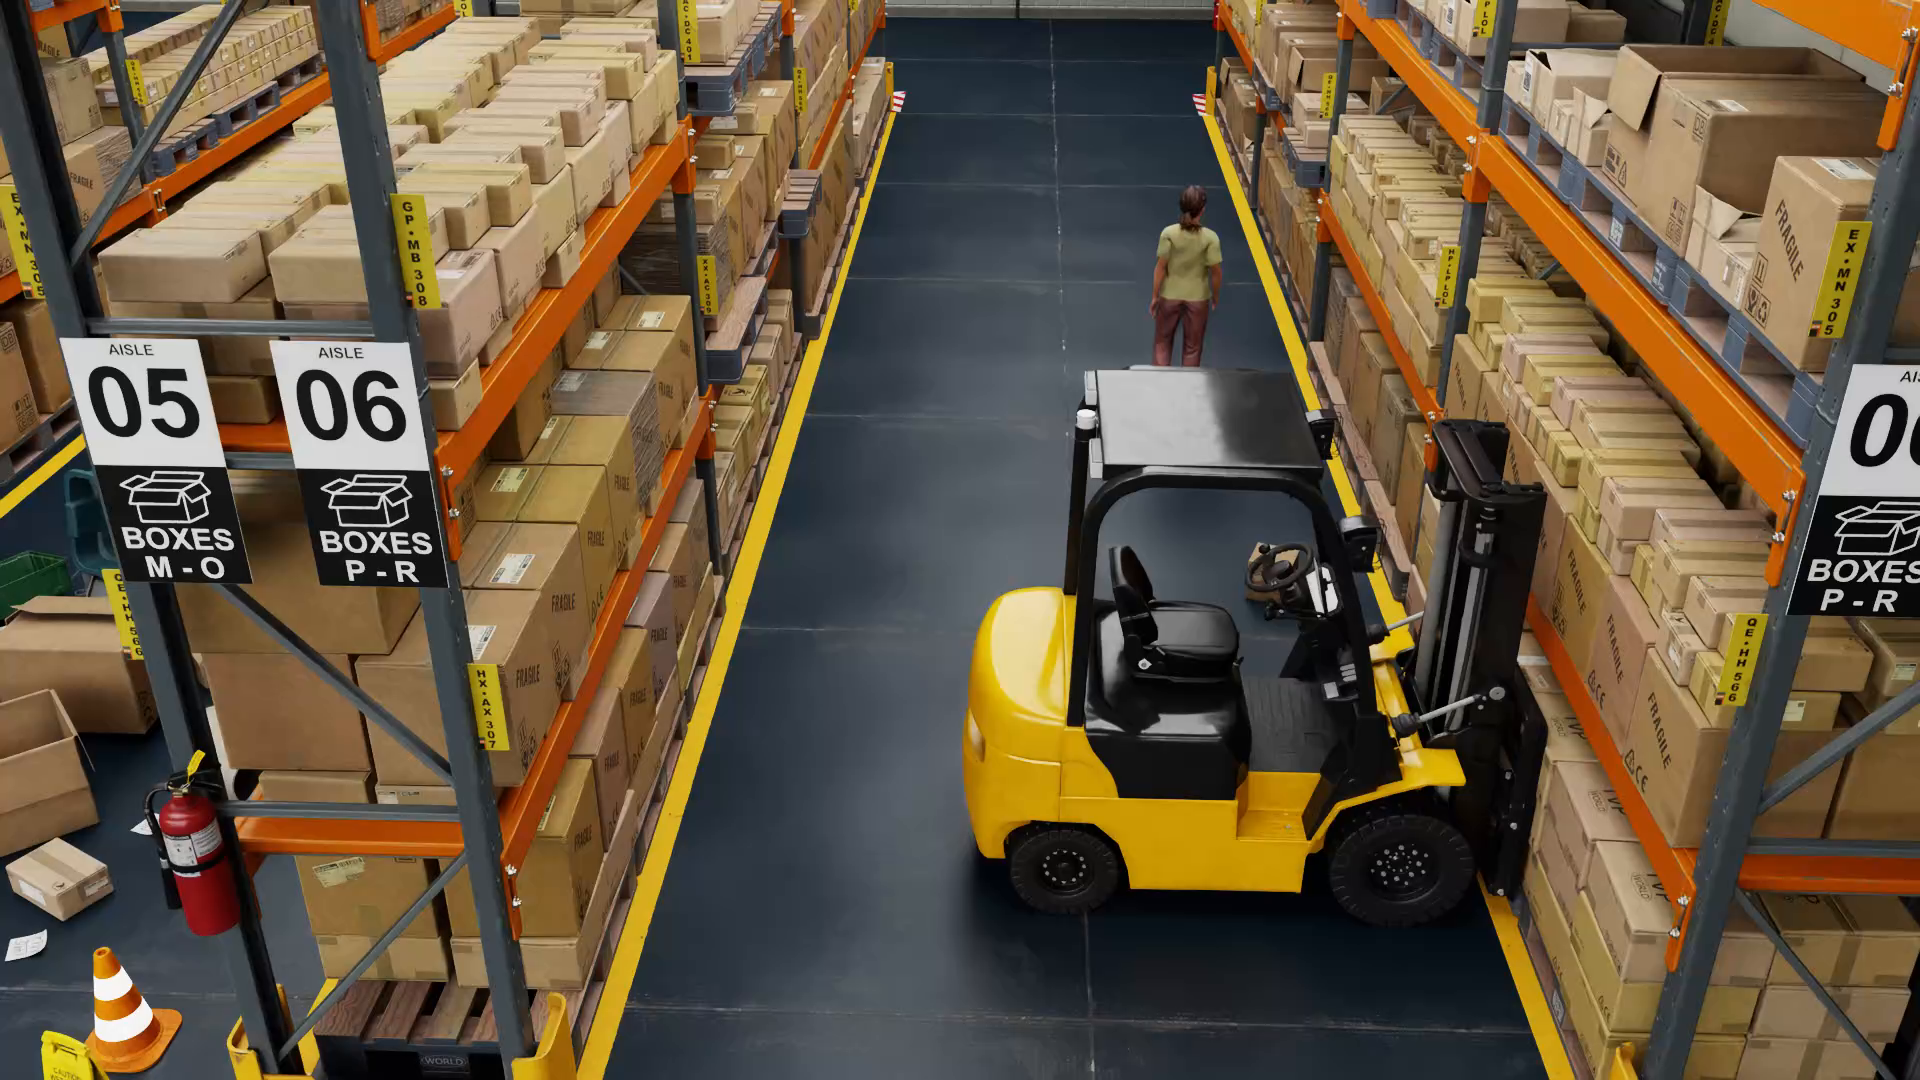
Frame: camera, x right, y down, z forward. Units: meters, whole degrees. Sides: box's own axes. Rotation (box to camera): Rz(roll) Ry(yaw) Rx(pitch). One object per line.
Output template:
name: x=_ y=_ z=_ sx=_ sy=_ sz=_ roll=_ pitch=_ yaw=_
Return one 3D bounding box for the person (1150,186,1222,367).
person: x=1.597 y=-1.672 z=11.763 sx=0.484 sy=1.732 sz=0.456 roll=6 pitch=29 yaw=11
